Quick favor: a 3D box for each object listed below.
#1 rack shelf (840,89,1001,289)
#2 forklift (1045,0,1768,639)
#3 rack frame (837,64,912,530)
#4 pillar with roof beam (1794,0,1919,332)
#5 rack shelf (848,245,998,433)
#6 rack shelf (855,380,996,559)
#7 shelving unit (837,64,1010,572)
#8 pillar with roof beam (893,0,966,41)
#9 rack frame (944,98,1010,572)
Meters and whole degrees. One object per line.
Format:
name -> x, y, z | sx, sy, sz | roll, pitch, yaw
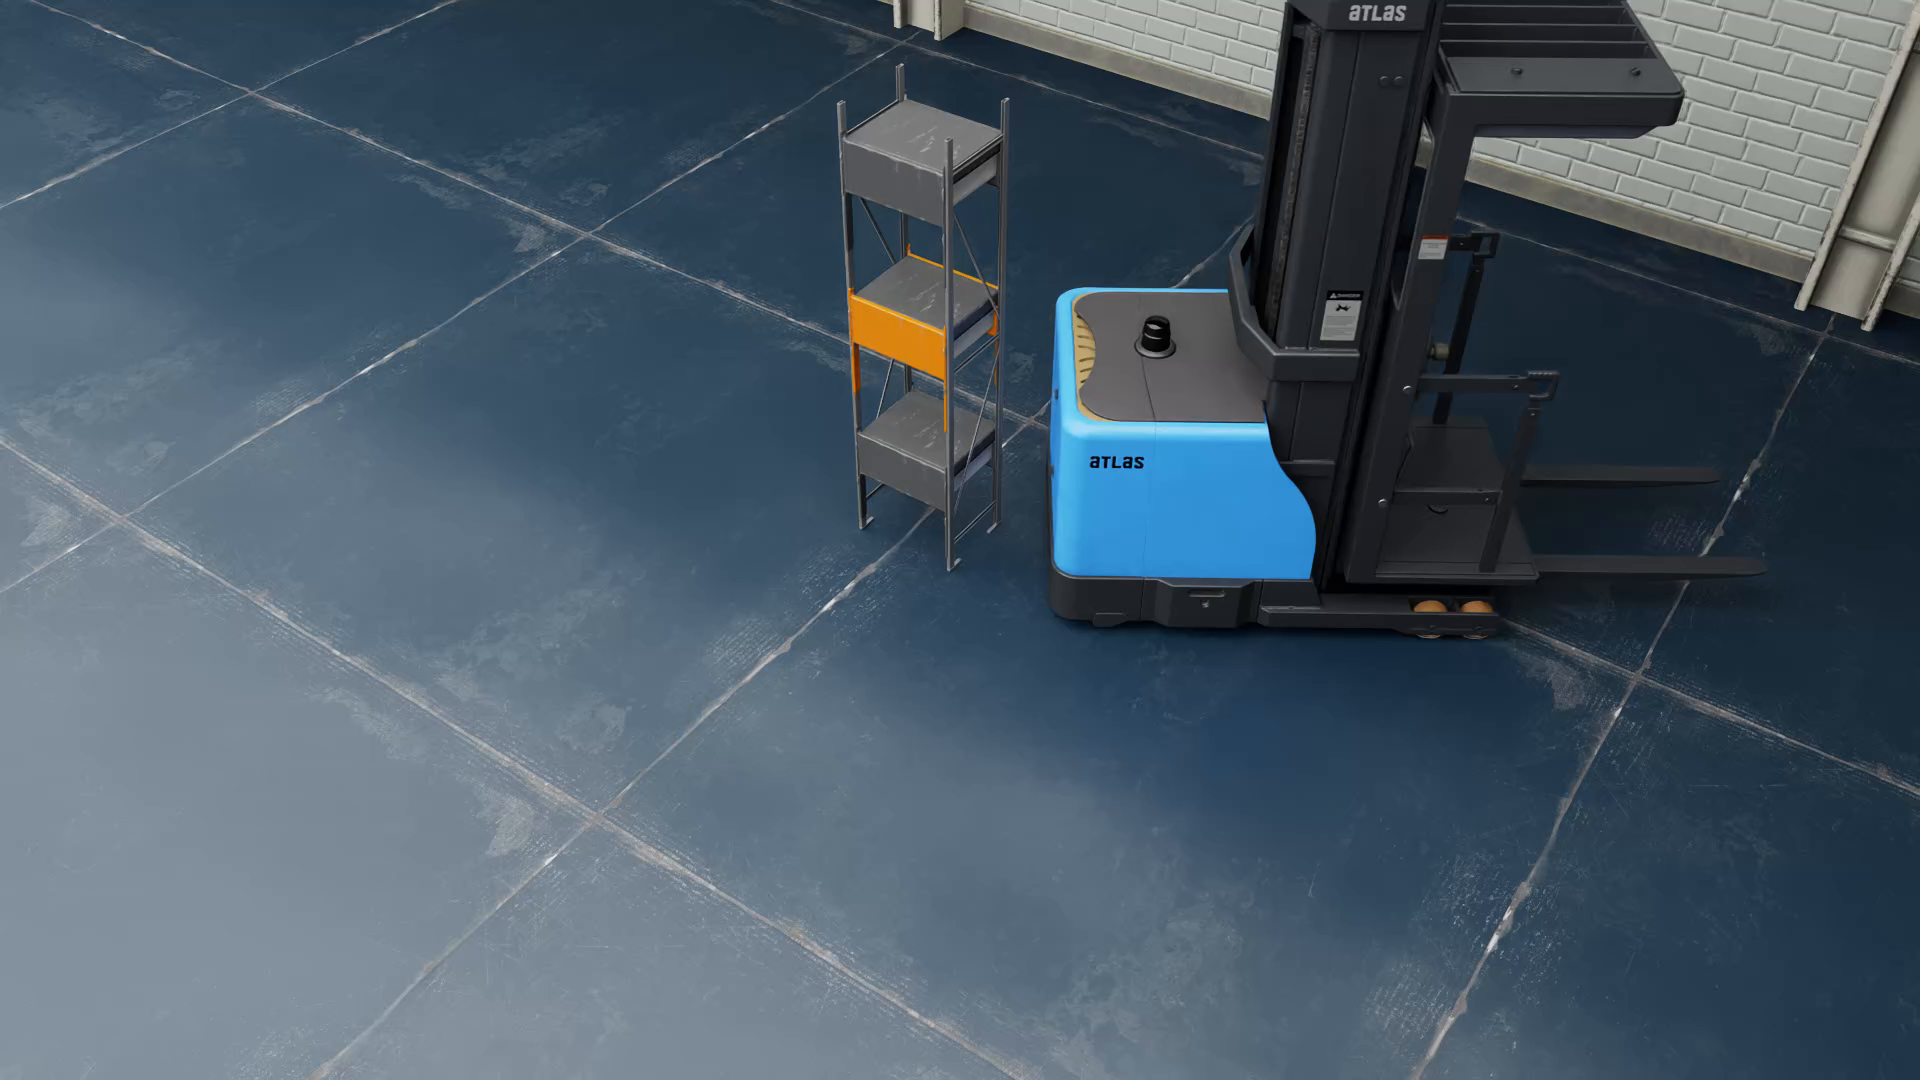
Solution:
rack shelf -> -0.136, -1.357, 6.411 | 0.480, 0.518, 0.431 | 25, 48, 25
forklift -> 1.904, -1.034, 6.456 | 3.031, 2.935, 1.130 | 1, 42, 1
rack frame -> -0.335, -0.939, 6.973 | 0.015, 2.100, 0.400 | 25, 48, 25
pillar with roof beam -> 2.233, -2.253, 3.267 | 0.400, 9.000, 9.100 | 25, 48, 25
rack shelf -> -0.136, -0.836, 6.878 | 0.480, 0.518, 0.431 | 25, 48, 25
rack shelf -> -0.136, -0.314, 7.345 | 0.480, 0.518, 0.431 | 25, 48, 25
shelving unit -> -0.136, -0.846, 6.869 | 0.503, 2.100, 0.431 | 25, 48, 25
pillar with roof beam -> -2.680, -4.550, 5.835 | 0.400, 9.000, 9.100 | 25, 48, 25
rack frame -> 0.064, -0.752, 6.765 | 0.015, 2.100, 0.400 | 25, 48, 25
